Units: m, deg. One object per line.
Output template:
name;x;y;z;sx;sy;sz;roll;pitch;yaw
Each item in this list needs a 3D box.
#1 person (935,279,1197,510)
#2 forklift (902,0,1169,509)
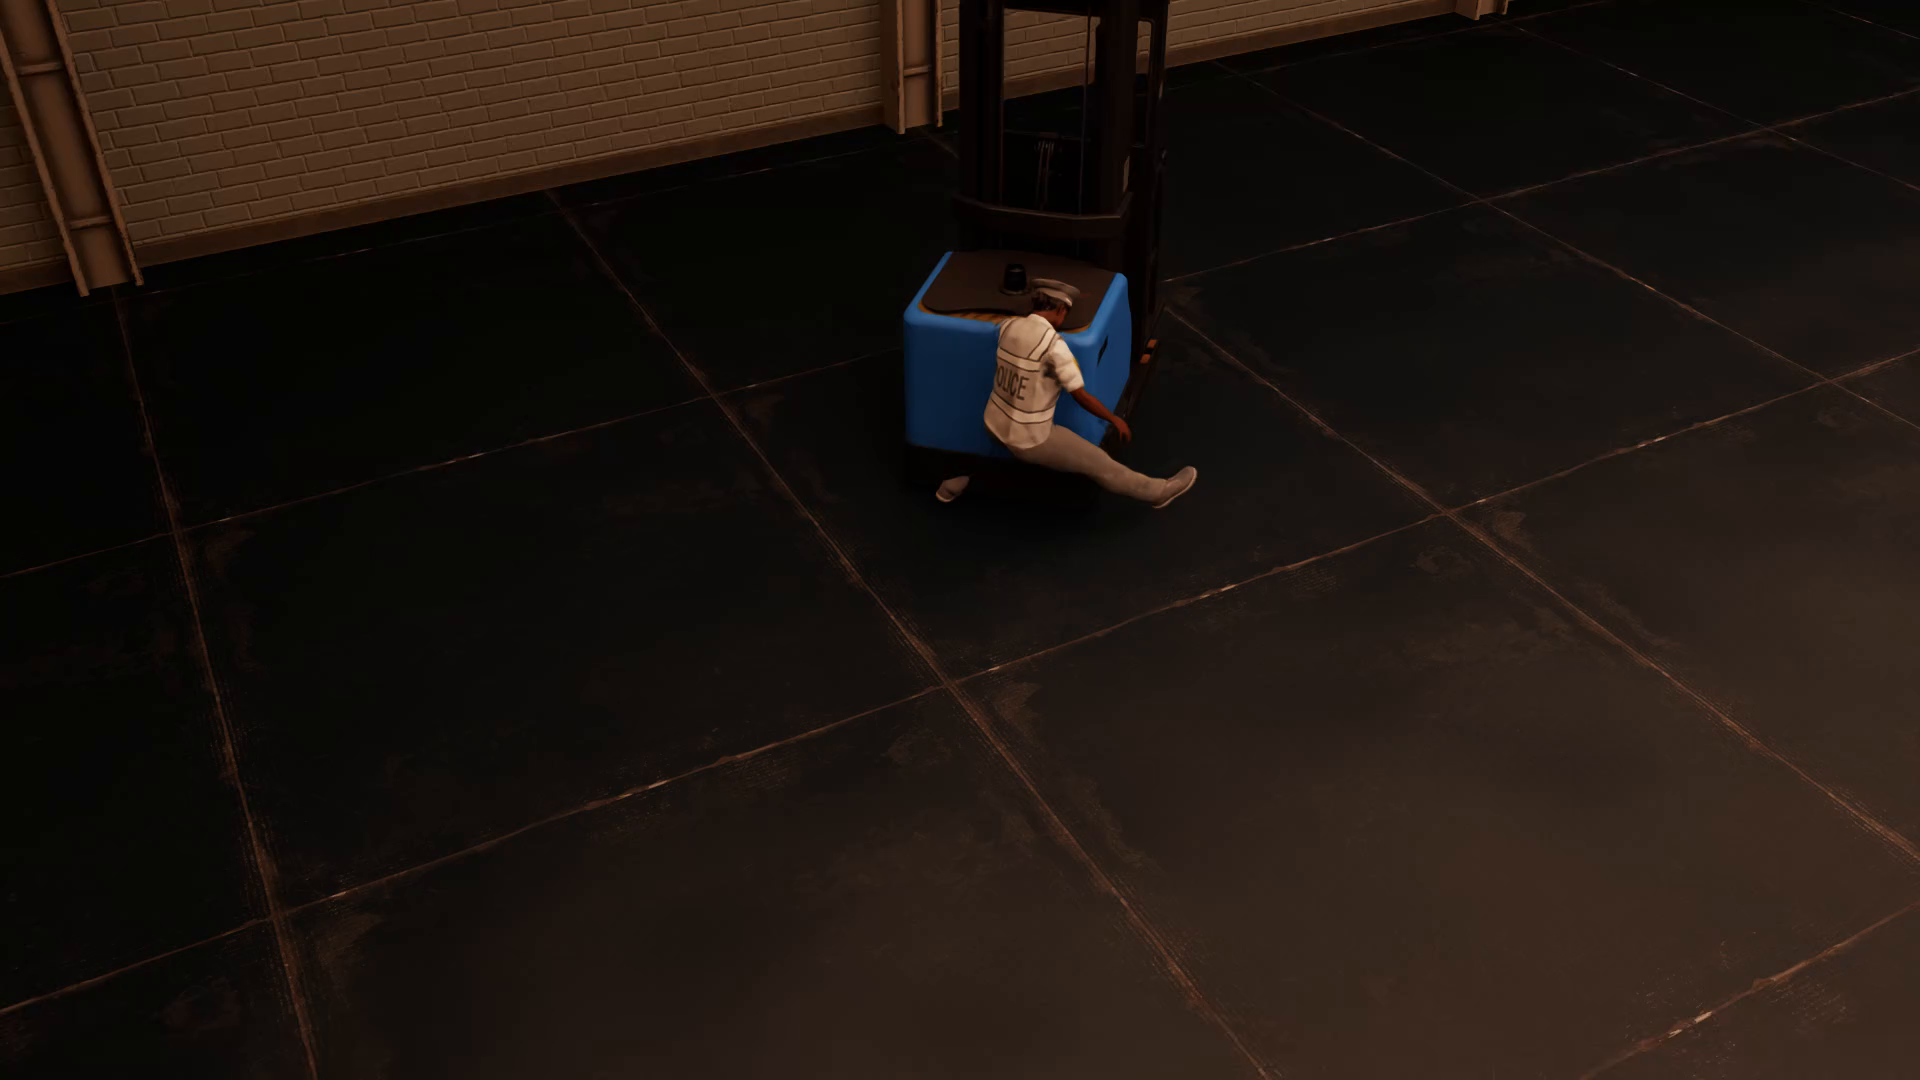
person;0.539;-0.732;8.540;1.103;1.385;0.970;-19;39;-25
forklift;0.600;-2.208;9.247;1.130;2.935;3.031;10;36;13
